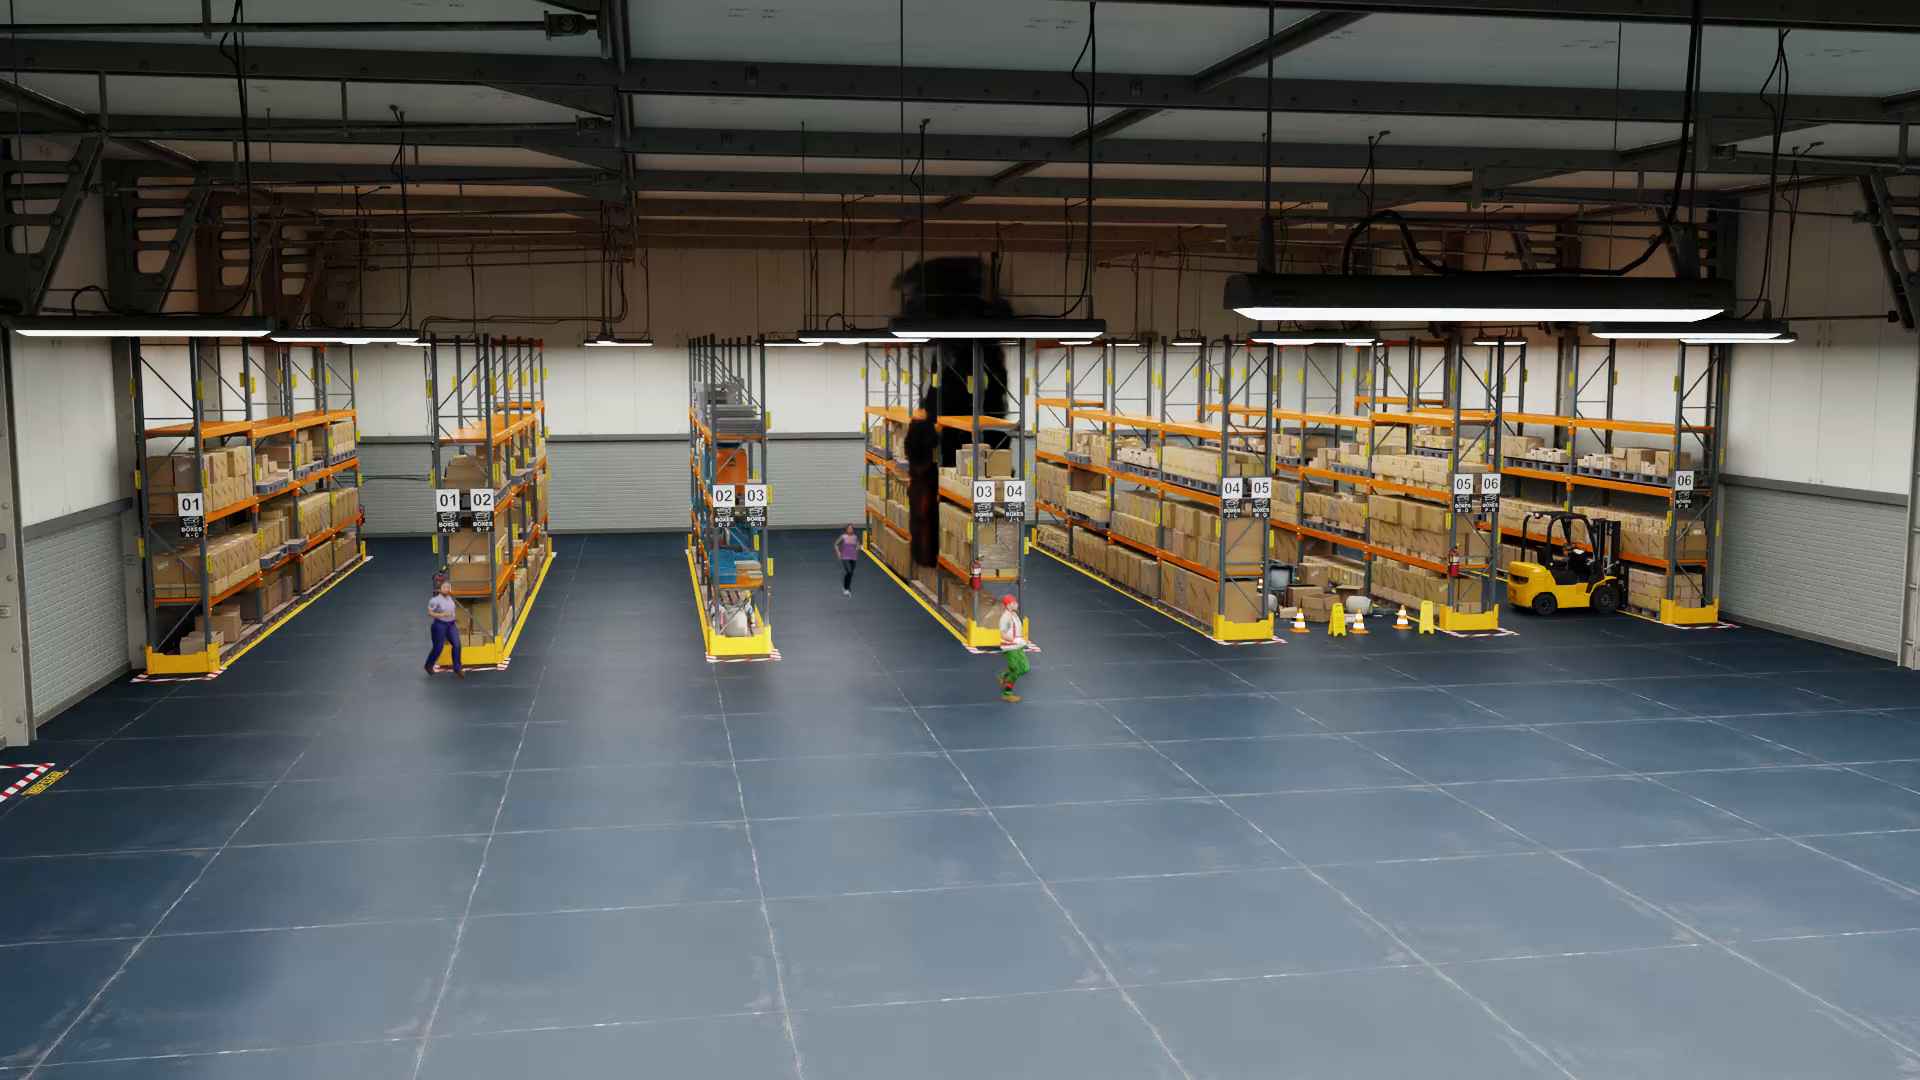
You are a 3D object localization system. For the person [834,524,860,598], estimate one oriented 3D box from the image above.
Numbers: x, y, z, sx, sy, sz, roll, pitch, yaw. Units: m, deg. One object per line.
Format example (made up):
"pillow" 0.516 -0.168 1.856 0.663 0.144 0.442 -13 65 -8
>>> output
"person" -2.438 0.462 36.561 0.506 1.631 0.646 -3 7 -27

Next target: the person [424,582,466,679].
"person" -9.021 1.572 29.070 0.806 1.679 0.611 4 8 33

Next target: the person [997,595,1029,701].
"person" 0.851 1.761 27.105 0.594 1.742 0.655 3 7 22
